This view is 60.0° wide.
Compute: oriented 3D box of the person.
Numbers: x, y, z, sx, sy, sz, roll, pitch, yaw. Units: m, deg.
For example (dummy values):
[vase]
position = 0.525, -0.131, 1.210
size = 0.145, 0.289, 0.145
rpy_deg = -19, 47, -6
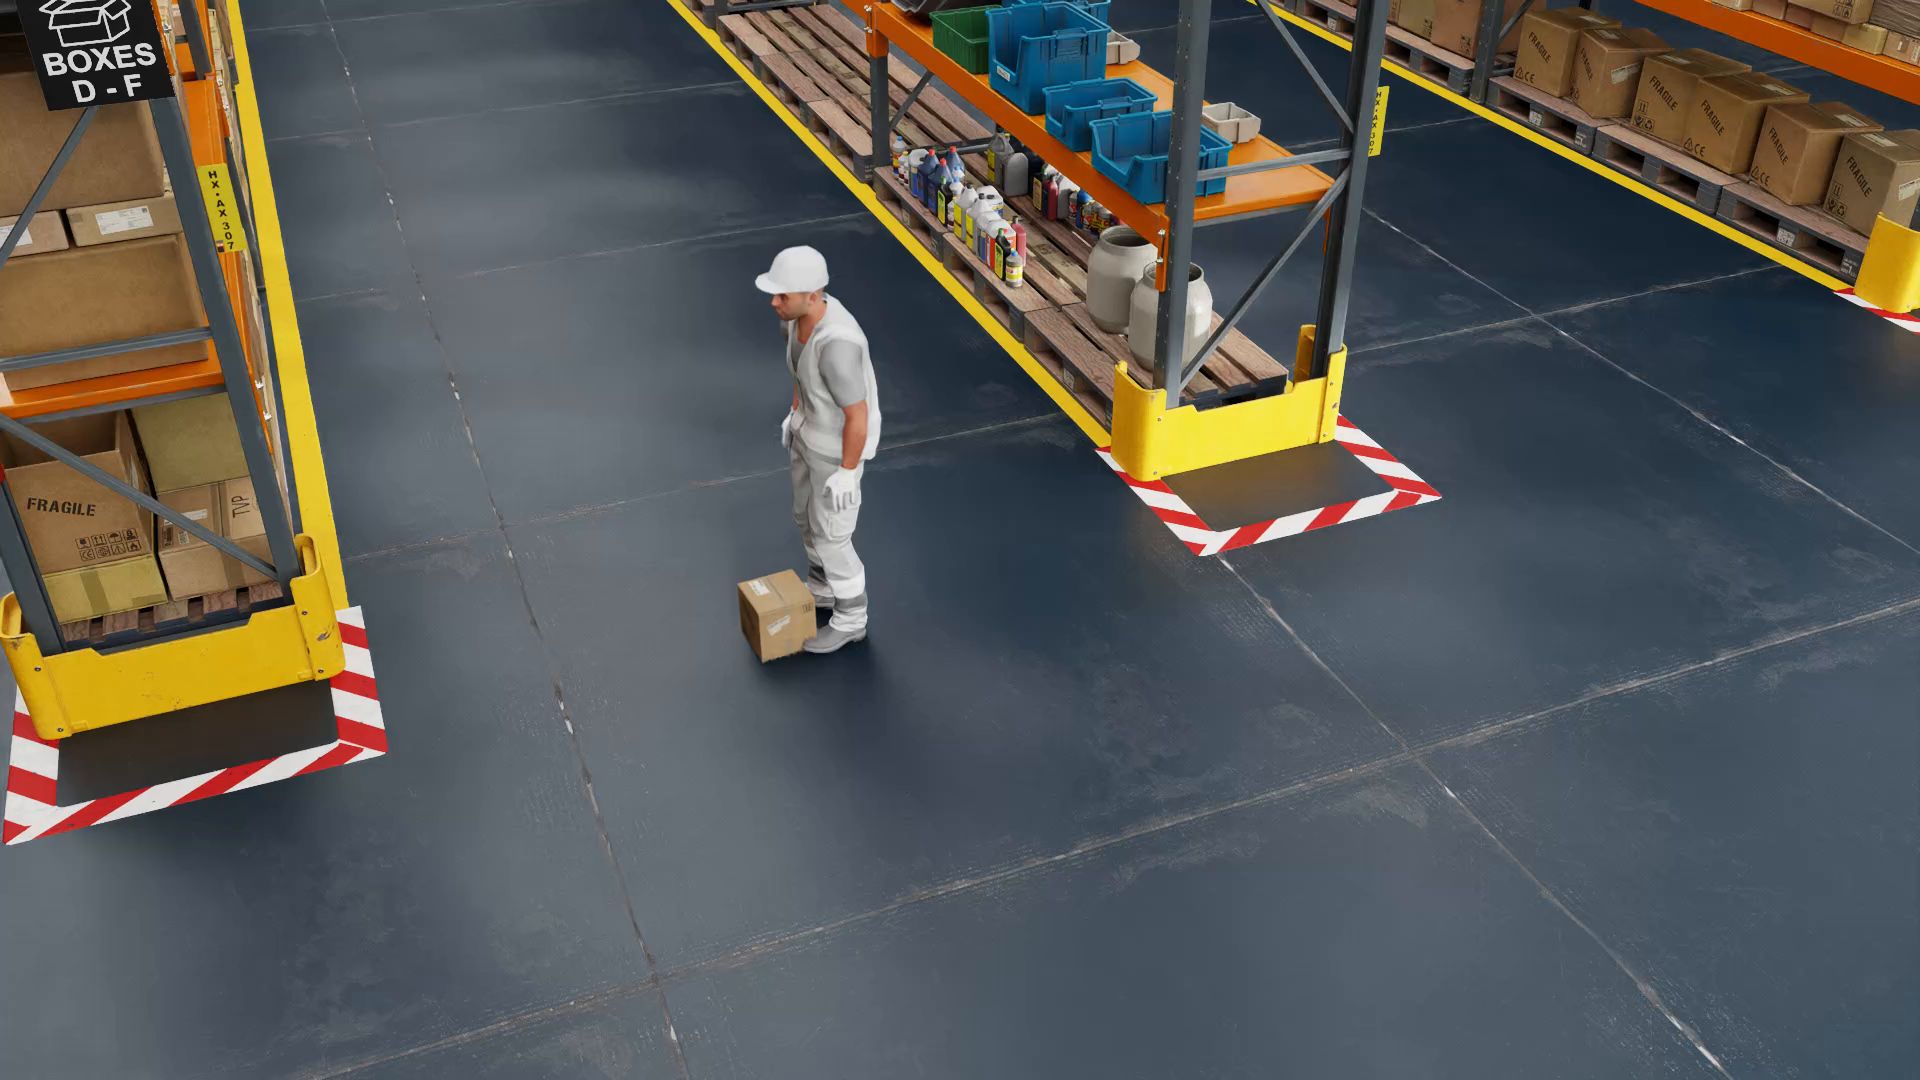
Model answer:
[person]
position = -0.562, -0.367, 6.689
size = 0.454, 1.777, 0.605
rpy_deg = -14, 36, -21
